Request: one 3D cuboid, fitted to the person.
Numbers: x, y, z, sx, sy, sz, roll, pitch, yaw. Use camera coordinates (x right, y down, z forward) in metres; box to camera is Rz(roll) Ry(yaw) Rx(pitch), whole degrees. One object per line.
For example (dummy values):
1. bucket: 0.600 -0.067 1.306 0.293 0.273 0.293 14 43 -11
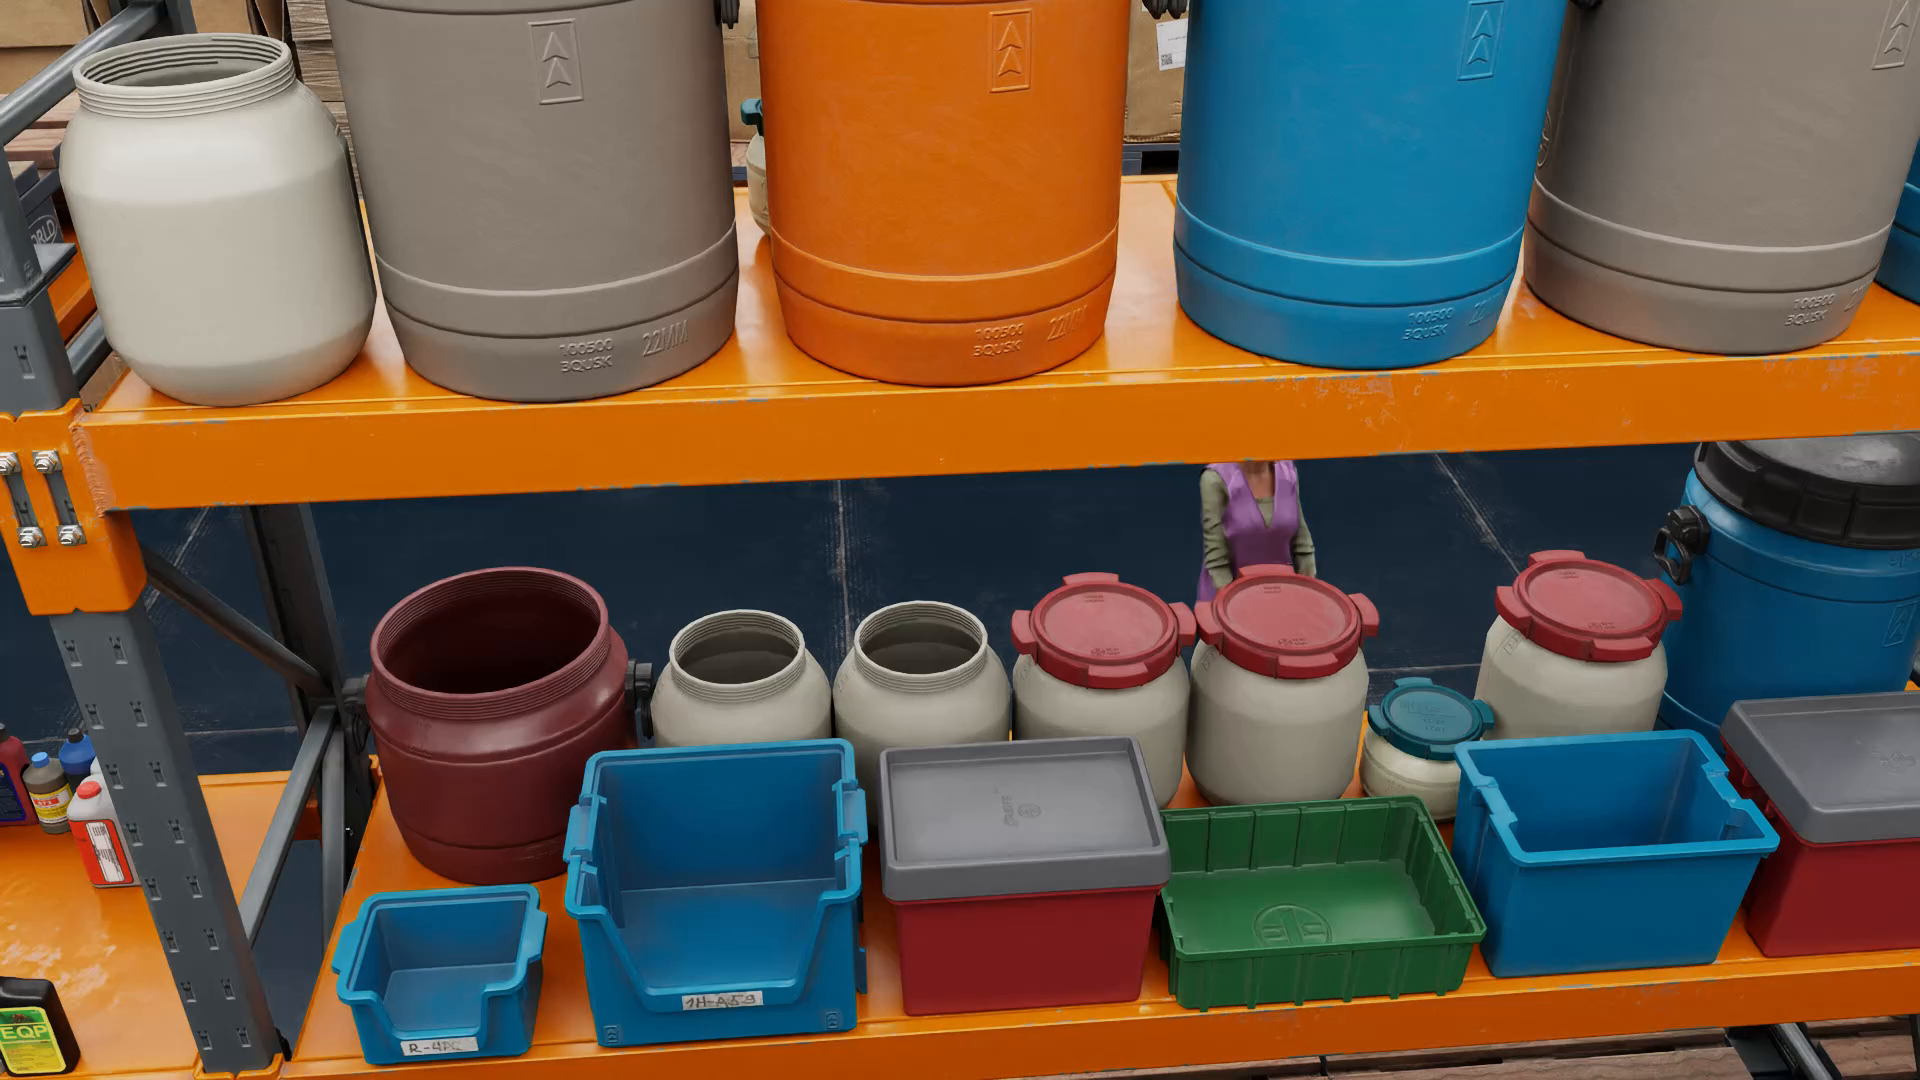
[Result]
1. person: 0.982 0.268 5.697 0.478 1.600 0.439 -14 34 -22
